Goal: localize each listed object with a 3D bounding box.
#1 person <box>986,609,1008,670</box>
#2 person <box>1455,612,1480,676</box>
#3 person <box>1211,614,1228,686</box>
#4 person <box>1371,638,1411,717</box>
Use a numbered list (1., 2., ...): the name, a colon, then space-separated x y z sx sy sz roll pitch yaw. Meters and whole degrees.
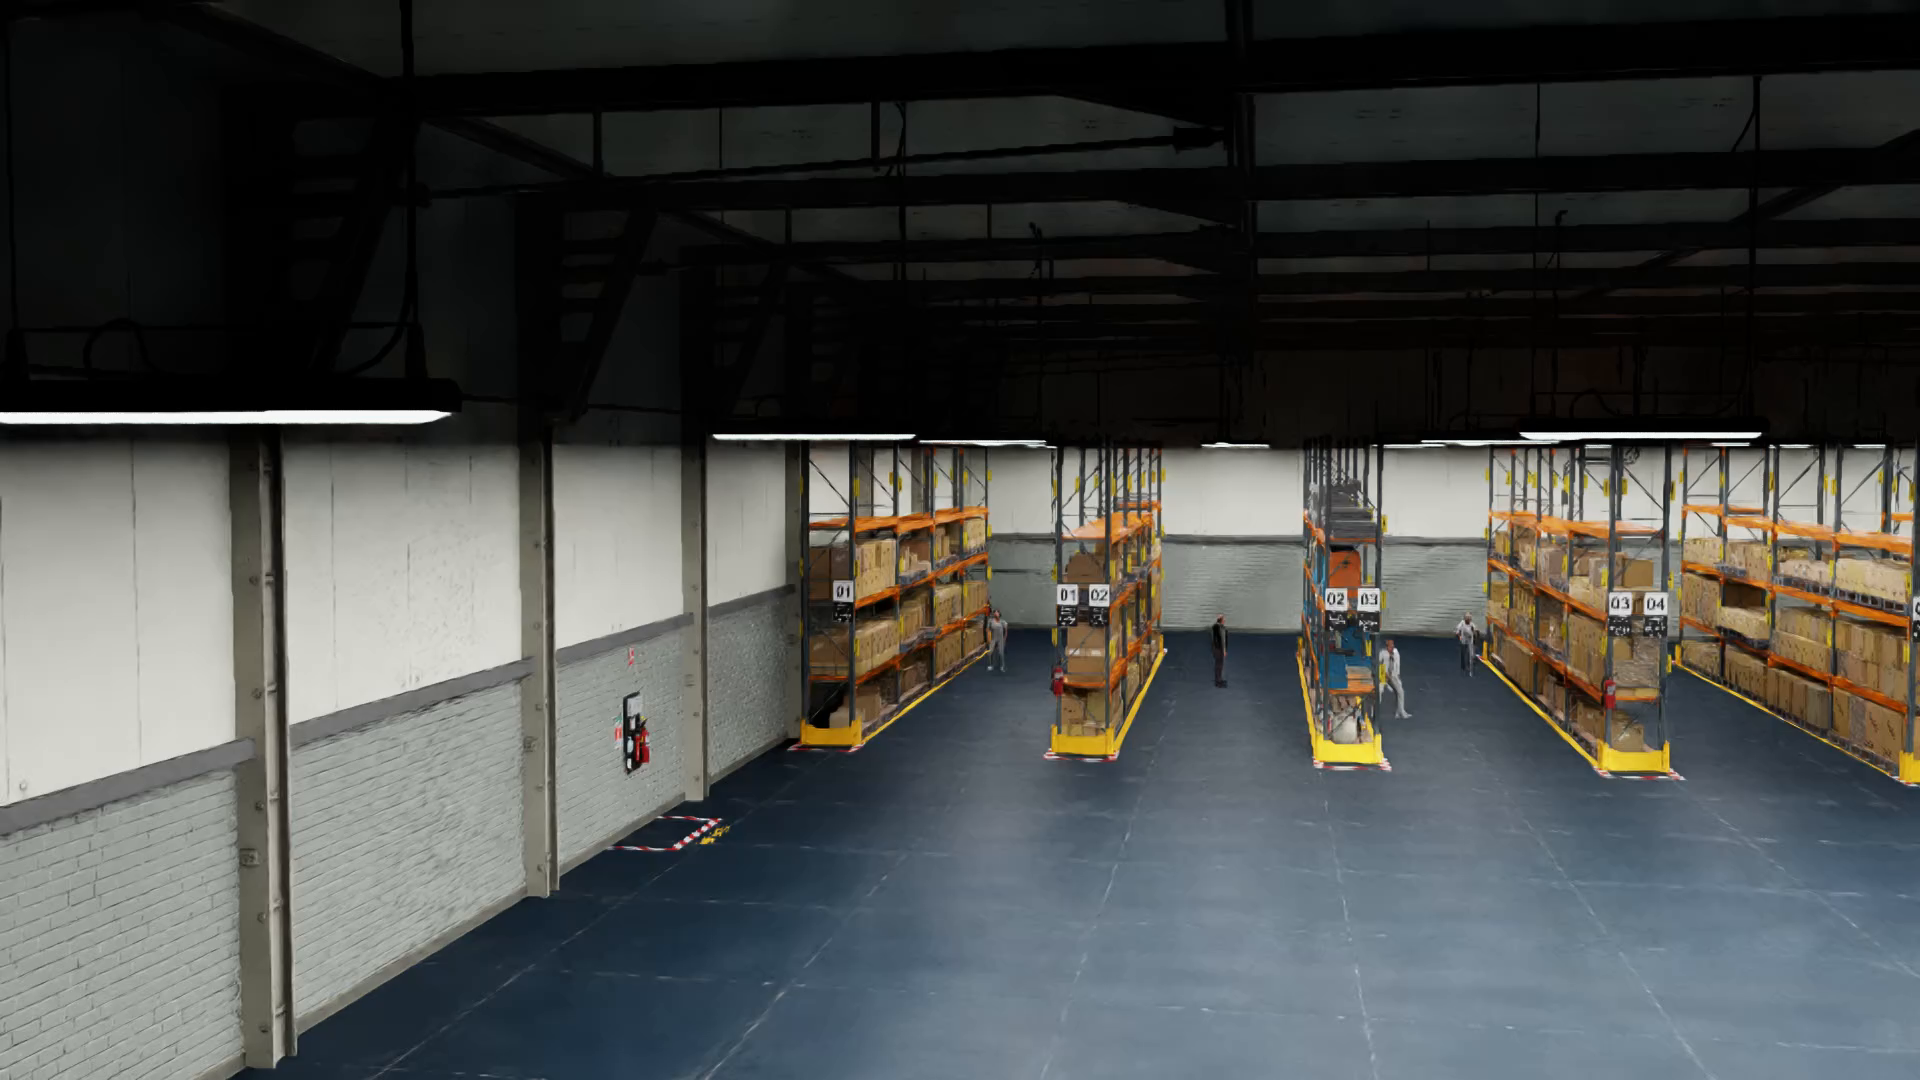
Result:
1. person: 0.965 2.586 43.186 0.580 1.618 0.507 0 3 8
2. person: 12.924 2.625 42.359 0.609 1.622 0.807 1 3 16
3. person: 6.361 2.657 40.451 0.463 1.731 0.598 -1 3 -15
4. person: 9.136 2.932 35.535 0.726 1.719 0.857 -1 3 -10
